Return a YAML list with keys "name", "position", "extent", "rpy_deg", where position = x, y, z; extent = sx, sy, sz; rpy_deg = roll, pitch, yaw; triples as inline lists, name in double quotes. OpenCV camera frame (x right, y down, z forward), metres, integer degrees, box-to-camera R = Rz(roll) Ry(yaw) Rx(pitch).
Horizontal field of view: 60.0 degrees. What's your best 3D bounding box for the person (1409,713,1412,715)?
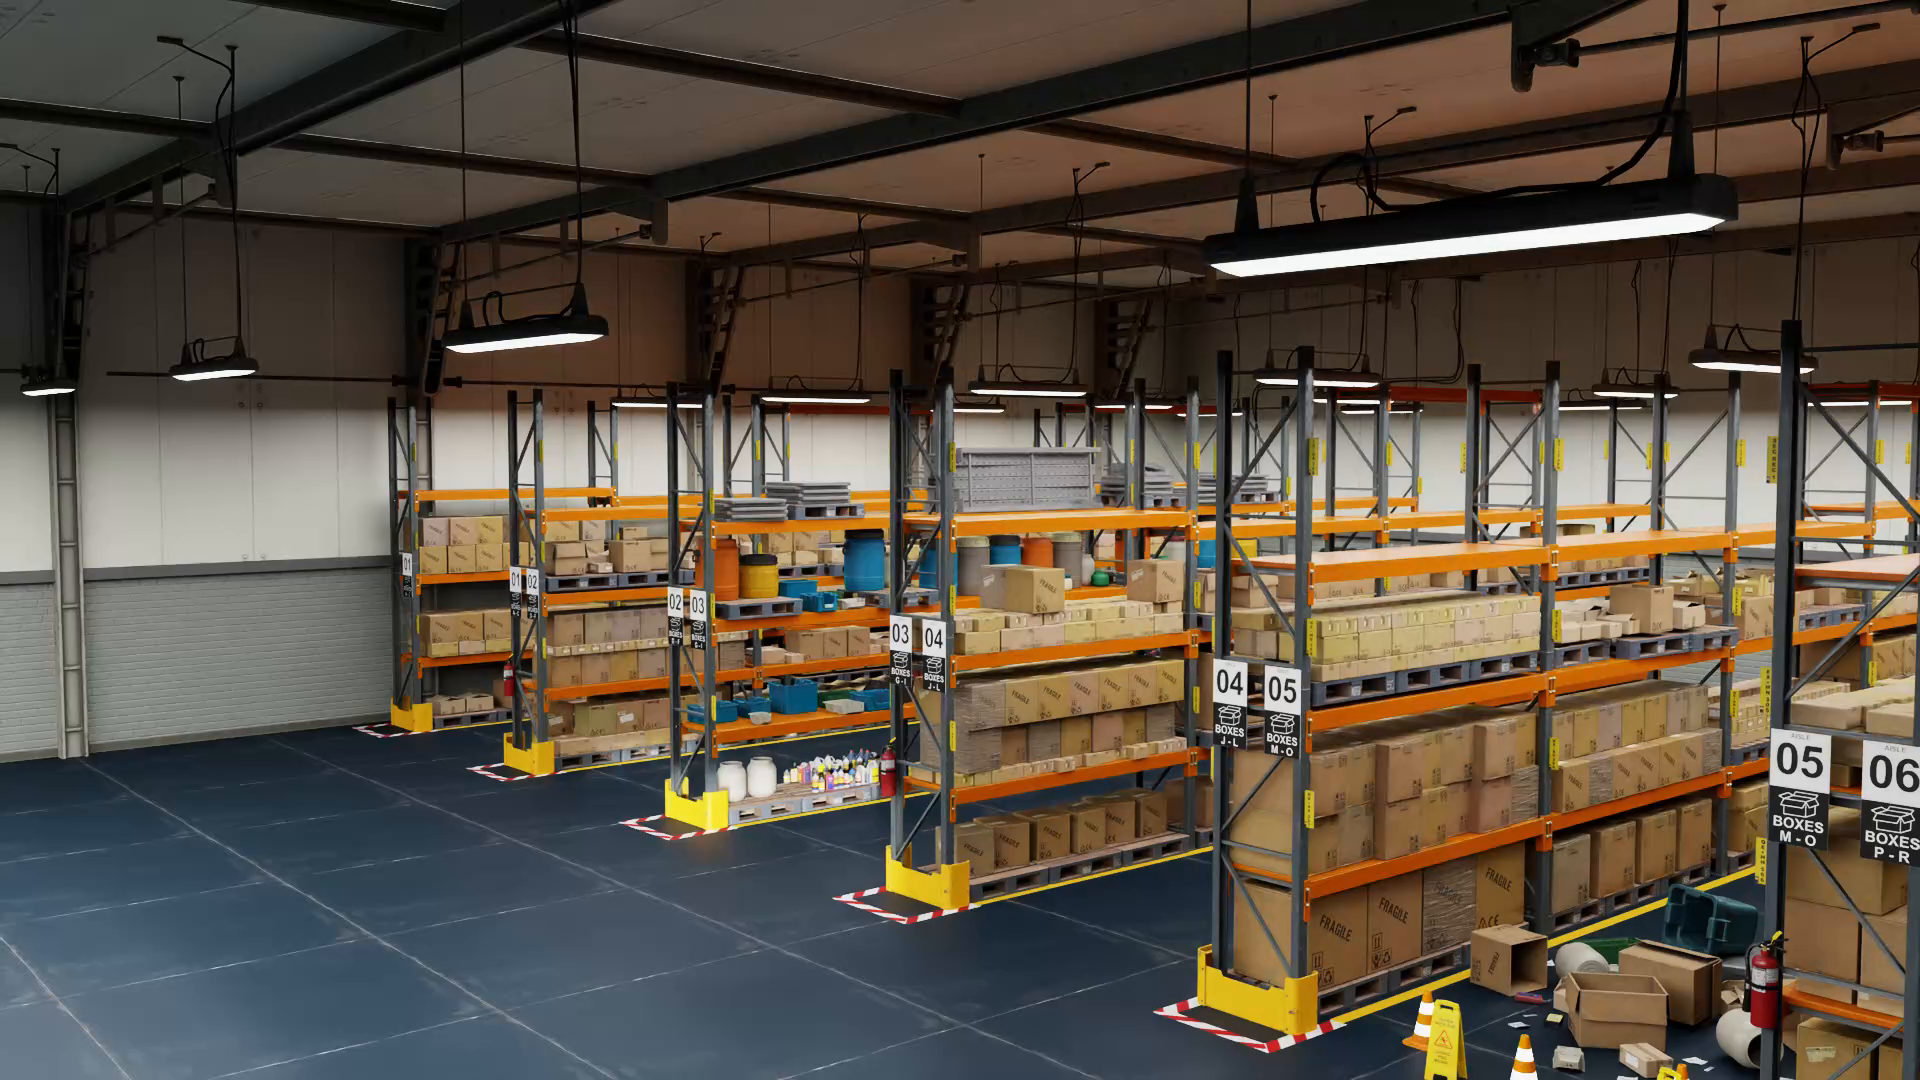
- name: "person"
  position: [5.928, 2.973, 22.368]
  extent: [0.577, 1.791, 0.622]
  rpy_deg: [-1, 4, -21]
